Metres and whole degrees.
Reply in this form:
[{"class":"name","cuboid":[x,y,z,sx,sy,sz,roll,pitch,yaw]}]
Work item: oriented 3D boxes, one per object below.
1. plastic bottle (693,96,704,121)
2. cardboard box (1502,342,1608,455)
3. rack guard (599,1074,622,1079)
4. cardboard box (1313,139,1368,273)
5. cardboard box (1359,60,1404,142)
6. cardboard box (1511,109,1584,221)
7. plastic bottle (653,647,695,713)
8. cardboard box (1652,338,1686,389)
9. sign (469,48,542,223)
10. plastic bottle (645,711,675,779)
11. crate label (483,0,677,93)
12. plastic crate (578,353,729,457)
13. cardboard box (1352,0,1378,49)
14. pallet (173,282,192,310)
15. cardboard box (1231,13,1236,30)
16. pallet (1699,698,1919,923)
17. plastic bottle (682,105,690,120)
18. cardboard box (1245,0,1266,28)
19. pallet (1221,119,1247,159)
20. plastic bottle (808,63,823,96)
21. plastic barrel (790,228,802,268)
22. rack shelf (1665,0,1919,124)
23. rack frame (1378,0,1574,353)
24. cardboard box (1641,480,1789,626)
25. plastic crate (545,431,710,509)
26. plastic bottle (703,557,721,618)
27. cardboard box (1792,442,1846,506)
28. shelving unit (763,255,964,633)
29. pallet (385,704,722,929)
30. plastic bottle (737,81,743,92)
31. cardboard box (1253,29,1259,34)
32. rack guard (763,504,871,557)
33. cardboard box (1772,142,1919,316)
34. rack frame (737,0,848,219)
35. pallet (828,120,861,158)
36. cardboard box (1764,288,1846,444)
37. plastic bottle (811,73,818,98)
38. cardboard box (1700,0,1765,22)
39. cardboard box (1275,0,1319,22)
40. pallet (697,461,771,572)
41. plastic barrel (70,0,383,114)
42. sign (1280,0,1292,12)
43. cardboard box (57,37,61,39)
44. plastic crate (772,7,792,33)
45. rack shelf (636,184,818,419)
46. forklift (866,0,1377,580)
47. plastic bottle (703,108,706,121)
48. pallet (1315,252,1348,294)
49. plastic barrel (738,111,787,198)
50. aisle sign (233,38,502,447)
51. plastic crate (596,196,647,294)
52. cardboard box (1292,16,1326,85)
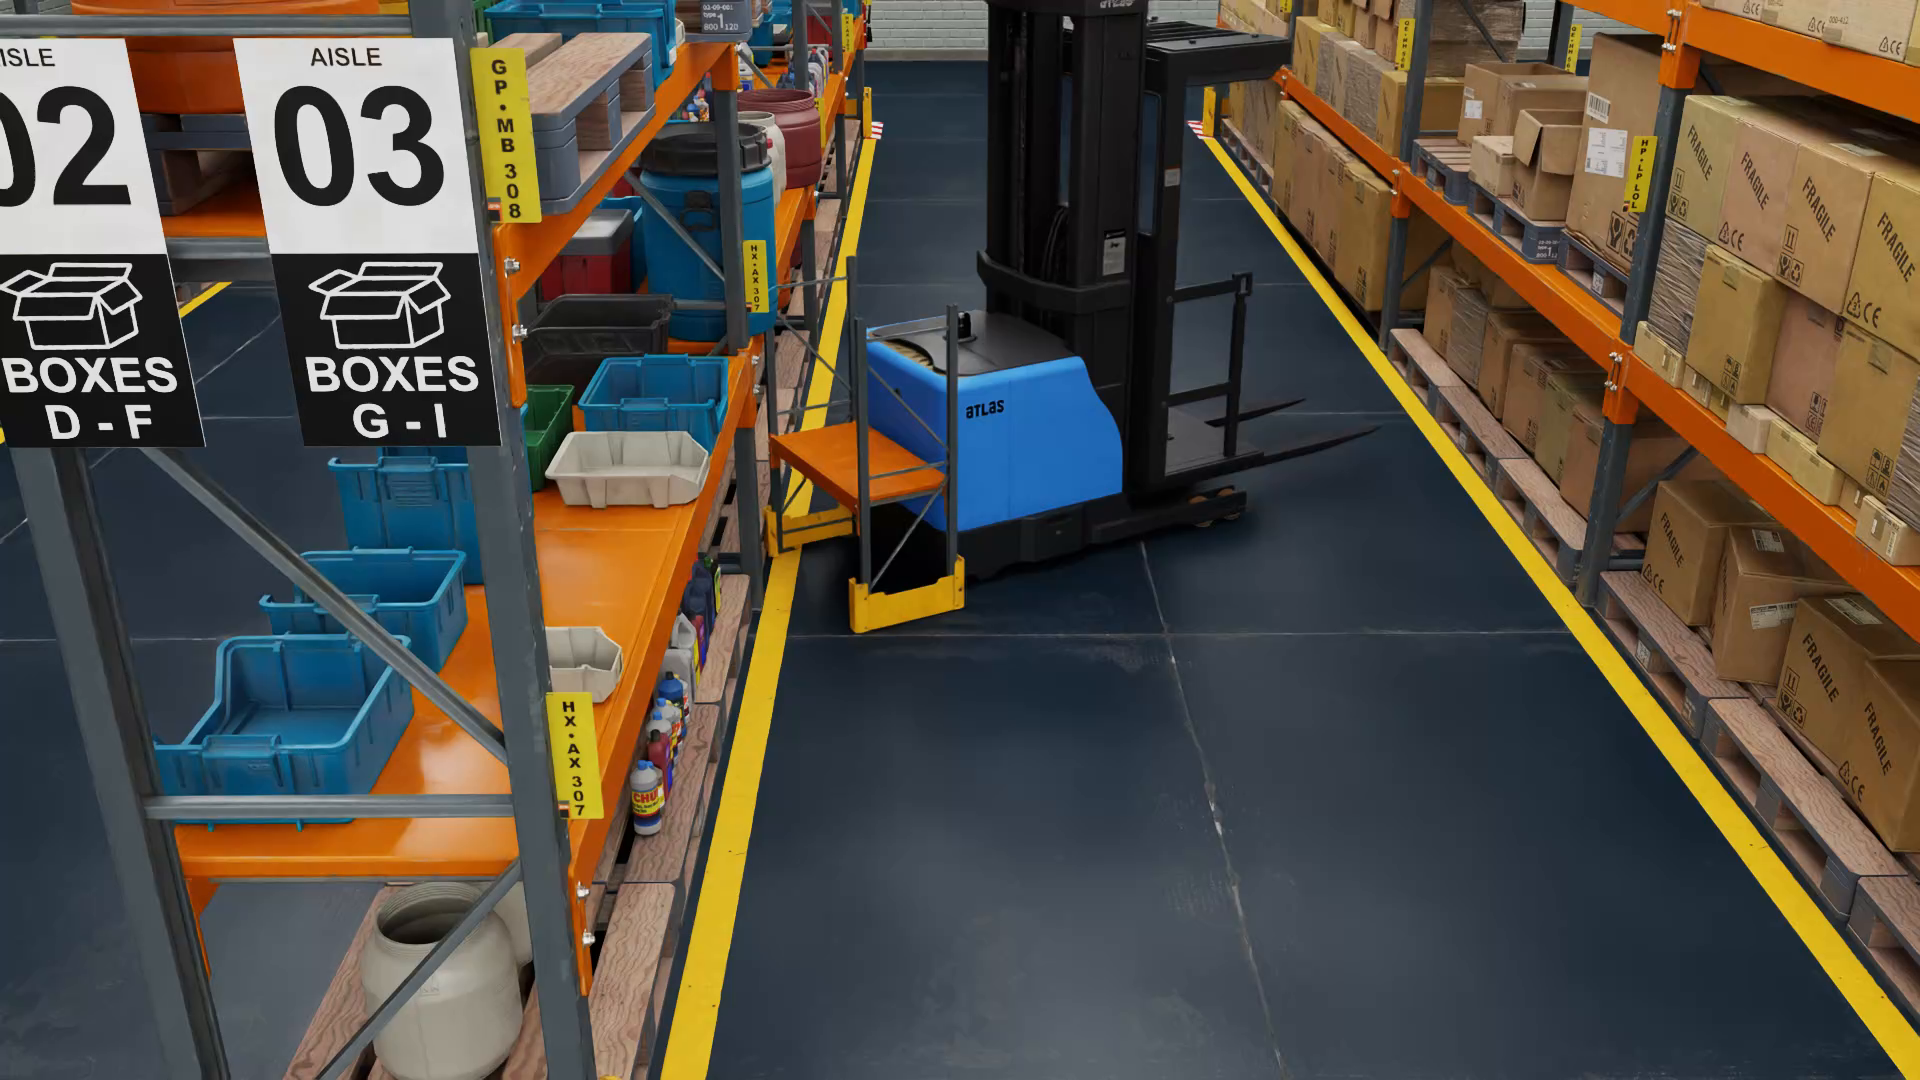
[{"class":"plastic bottle","cuboid":[-1.916,-3.096,12.112,0.097,0.271,0.097,0,24,0]},{"class":"cardboard box","cuboid":[3.523,-0.803,9.384,0.700,0.500,0.500,-2,24,-5]},{"class":"rack guard","cuboid":[-1.455,1.717,4.346,1.175,0.500,0.348,0,24,-1]},{"class":"cardboard box","cuboid":[3.469,-2.584,12.893,1.225,0.875,0.875,0,24,0]},{"class":"cardboard box","cuboid":[3.205,-3.162,11.981,0.500,0.500,0.500,0,24,-1]},{"class":"cardboard box","cuboid":[3.390,-2.013,8.926,0.797,0.503,0.637,2,24,5]},{"class":"plastic bottle","cuboid":[-1.152,0.545,6.676,0.152,0.276,0.135,0,24,0]},{"class":"cardboard box","cuboid":[3.193,-0.753,7.081,0.380,0.149,0.250,0,24,-1]},{"class":"sign","cuboid":[-0.857,-0.762,3.144,0.100,0.325,0.005,0,24,-1]},{"class":"plastic bottle","cuboid":[-1.119,0.763,6.201,0.097,0.271,0.097,0,24,0]},{"class":"crate label","cuboid":[-1.098,-1.462,4.883,0.502,0.251,0.408,0,24,-1]},{"class":"plastic crate","cuboid":[-1.168,-0.516,6.432,0.499,0.251,0.616,0,24,-1]},{"class":"cardboard box","cuboid":[3.448,-4.058,12.744,0.797,0.503,0.637,1,24,1]},{"class":"pallet","cuboid":[-6.418,-1.703,12.260,1.003,0.211,1.213,0,24,-1]},{"class":"cardboard box","cuboid":[3.056,-5.425,17.409,0.380,0.149,0.250,-1,24,-1]},{"class":"pallet","cuboid":[3.560,0.990,6.305,1.003,0.211,1.213,0,24,-1]},{"class":"plastic bottle","cuboid":[-1.928,-2.894,11.649,0.061,0.283,0.133,0,24,-1]},{"class":"cardboard box","cuboid":[3.131,-5.238,16.512,0.500,0.250,0.500,-1,24,-2]},{"class":"pallet","cuboid":[3.458,-4.406,18.236,1.003,0.211,1.213,0,24,-1]},{"class":"plastic bottle","cuboid":[-1.201,-3.759,13.573,0.152,0.276,0.135,0,24,-1]},{"class":"plastic barrel","cuboid":[-1.529,-2.446,12.936,0.600,0.588,0.708,0,24,-1]},{"class":"rack shelf","cuboid":[3.523,-1.276,5.164,1.077,0.370,4.000,0,24,-1]},{"class":"rack frame","cuboid":[3.458,-2.709,11.100,1.000,3.000,0.127,0,24,-1]},{"class":"cardboard box","cuboid":[3.466,0.052,7.519,0.500,0.500,0.500,-1,24,-2]},{"class":"plastic crate","cuboid":[-1.180,-0.251,5.984,0.530,0.136,0.437,0,24,-1]},{"class":"plastic bottle","cuboid":[-1.116,0.195,7.441,0.061,0.283,0.133,1,24,2]},{"class":"cardboard box","cuboid":[3.233,-0.238,5.942,0.380,0.149,0.250,0,24,-1]},{"class":"shelving unit","cuboid":[-0.492,-0.494,8.009,0.587,1.500,1.083,-13,27,-27]},{"class":"pallet","cuboid":[-1.469,1.013,6.255,1.003,0.211,1.213,0,24,-1]},{"class":"plastic bottle","cuboid":[-1.777,-3.583,13.274,0.097,0.201,0.097,0,24,0]},{"class":"cardboard box","cuboid":[3.069,-4.897,16.242,0.380,0.149,0.250,-1,24,-1]},{"class":"rack guard","cuboid":[-0.740,-0.094,8.655,0.587,0.250,0.087,-13,27,-27]},{"class":"cardboard box","cuboid":[3.264,-1.099,5.844,0.500,0.500,0.500,0,24,-1]},{"class":"rack frame","cuboid":[-1.538,-4.335,14.695,1.000,3.000,0.127,0,24,-1]},{"class":"pallet","cuboid":[-1.612,-4.373,18.162,1.003,0.211,1.213,0,24,-1]},{"class":"cardboard box","cuboid":[3.521,-0.645,6.053,0.875,0.500,0.500,0,24,-1]},{"class":"plastic bottle","cuboid":[-1.149,-3.517,13.027,0.061,0.283,0.133,0,24,-1]},{"class":"cardboard box","cuboid":[3.250,-2.173,6.456,0.500,0.250,0.500,-1,24,-3]},{"class":"cardboard box","cuboid":[3.142,-4.955,14.976,0.500,0.500,0.500,0,24,1]},{"class":"pallet","cuboid":[-1.499,-0.092,8.696,1.003,0.211,1.213,0,24,-1]},{"class":"plastic barrel","cuboid":[-1.540,-1.344,3.410,0.600,0.830,0.708,0,24,-1]},{"class":"sign","cuboid":[2.859,-4.785,14.543,0.100,0.325,0.005,0,24,-1]},{"class":"cardboard box","cuboid":[-6.567,-3.162,11.471,0.700,0.500,0.500,-9,26,-18]},{"class":"plastic crate","cuboid":[-1.894,-5.289,16.934,0.416,0.233,0.300,0,24,-1]},{"class":"rack shelf","cuboid":[-1.473,-1.535,9.377,1.077,0.370,4.000,0,24,-1]},{"class":"forklift","cuboid":[0.953,-1.573,8.672,3.031,2.935,1.130,-14,28,-28]},{"class":"plastic bottle","cuboid":[-1.917,-3.104,12.215,0.097,0.201,0.097,0,24,0]},{"class":"pallet","cuboid":[3.514,-2.265,13.503,1.003,0.211,1.213,0,24,-1]},{"class":"plastic barrel","cuboid":[-1.270,-2.315,10.093,0.421,0.512,0.421,0,24,0]},{"class":"aisle sign","cuboid":[-1.114,-0.547,3.164,0.394,0.787,0.004,0,24,-1]},{"class":"plastic crate","cuboid":[-1.774,-1.485,8.412,0.392,0.384,0.575,0,24,-1]},{"class":"cardboard box","cuboid":[3.169,-4.212,14.302,0.500,0.500,0.500,0,24,0]}]
